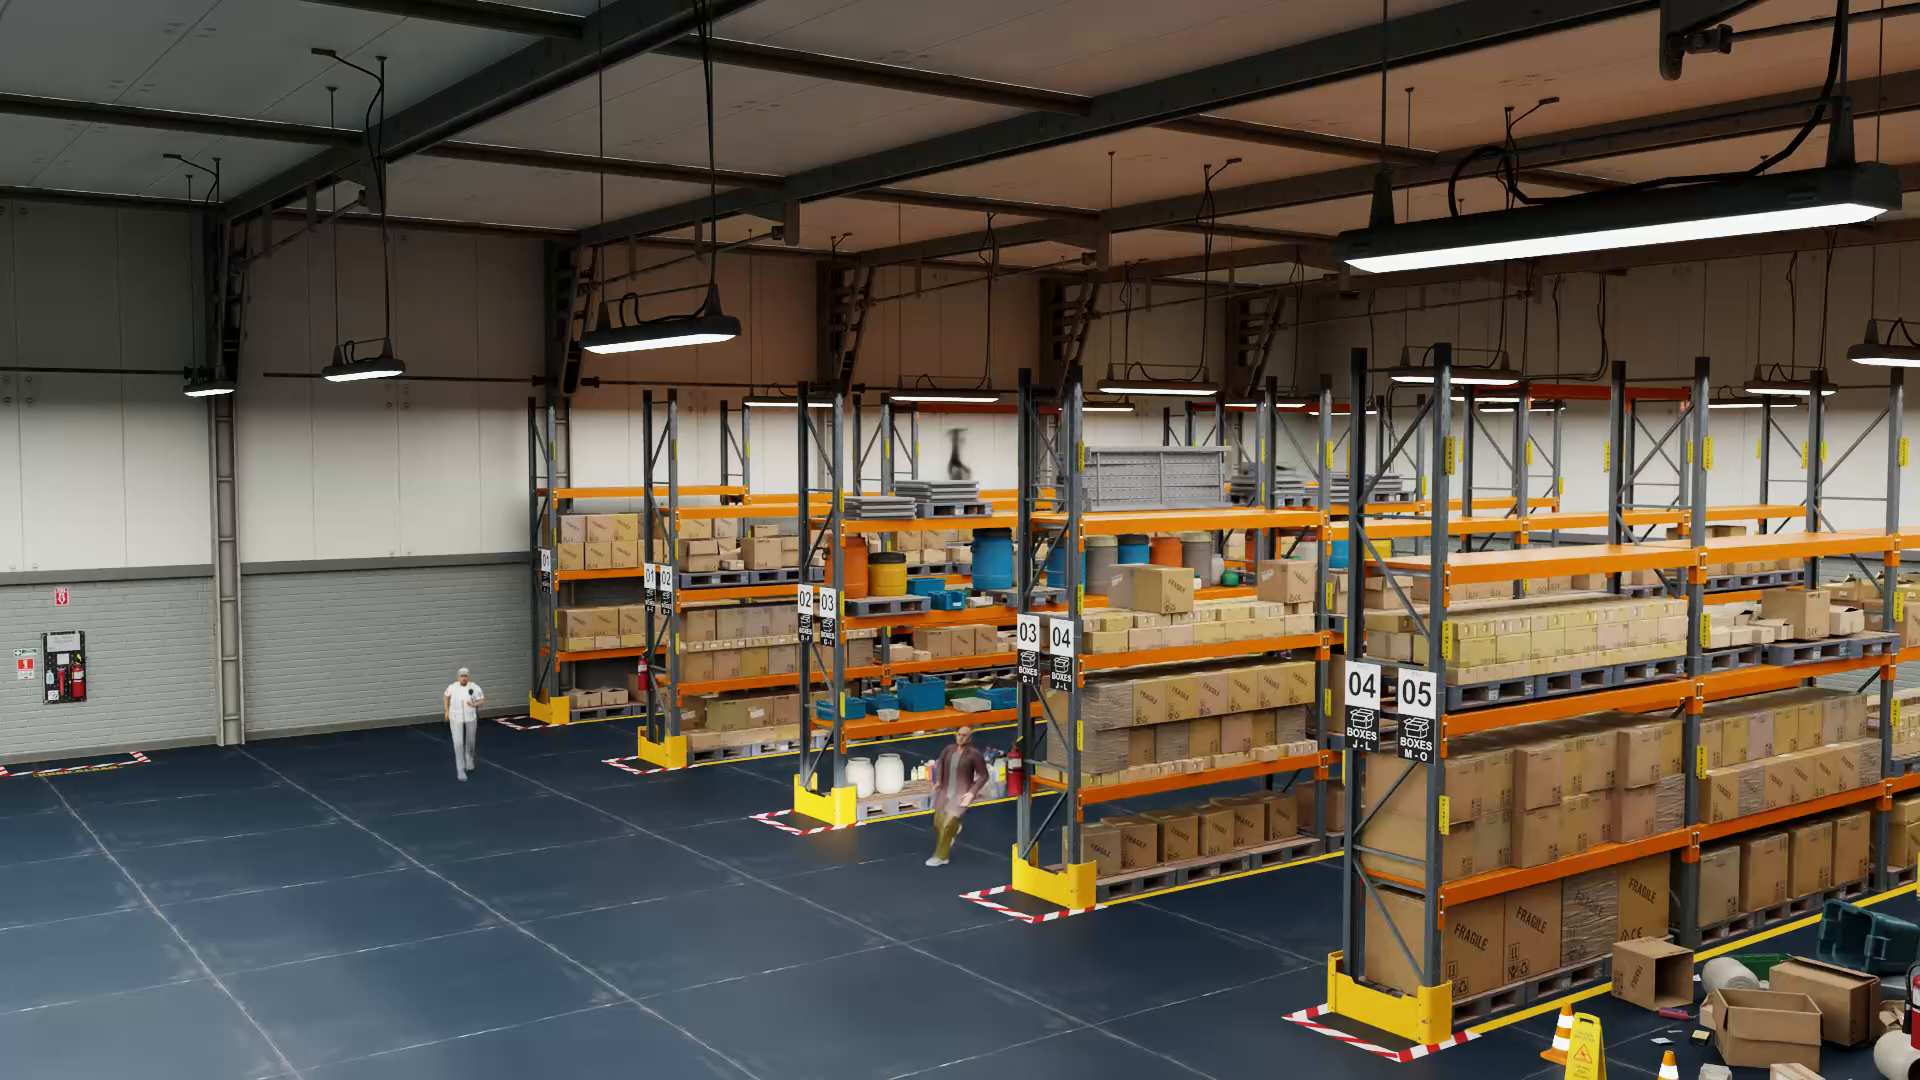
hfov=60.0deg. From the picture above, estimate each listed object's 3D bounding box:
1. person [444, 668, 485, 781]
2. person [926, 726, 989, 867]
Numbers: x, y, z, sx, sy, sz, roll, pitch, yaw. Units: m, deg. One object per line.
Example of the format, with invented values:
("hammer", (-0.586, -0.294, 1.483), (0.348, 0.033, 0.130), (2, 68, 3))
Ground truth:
("person", (-7.644, 2.799, 25.661), (0.592, 1.690, 0.908), (-1, 4, -18))
("person", (-0.014, 3.113, 20.265), (0.753, 1.700, 0.684), (2, 4, 31))
